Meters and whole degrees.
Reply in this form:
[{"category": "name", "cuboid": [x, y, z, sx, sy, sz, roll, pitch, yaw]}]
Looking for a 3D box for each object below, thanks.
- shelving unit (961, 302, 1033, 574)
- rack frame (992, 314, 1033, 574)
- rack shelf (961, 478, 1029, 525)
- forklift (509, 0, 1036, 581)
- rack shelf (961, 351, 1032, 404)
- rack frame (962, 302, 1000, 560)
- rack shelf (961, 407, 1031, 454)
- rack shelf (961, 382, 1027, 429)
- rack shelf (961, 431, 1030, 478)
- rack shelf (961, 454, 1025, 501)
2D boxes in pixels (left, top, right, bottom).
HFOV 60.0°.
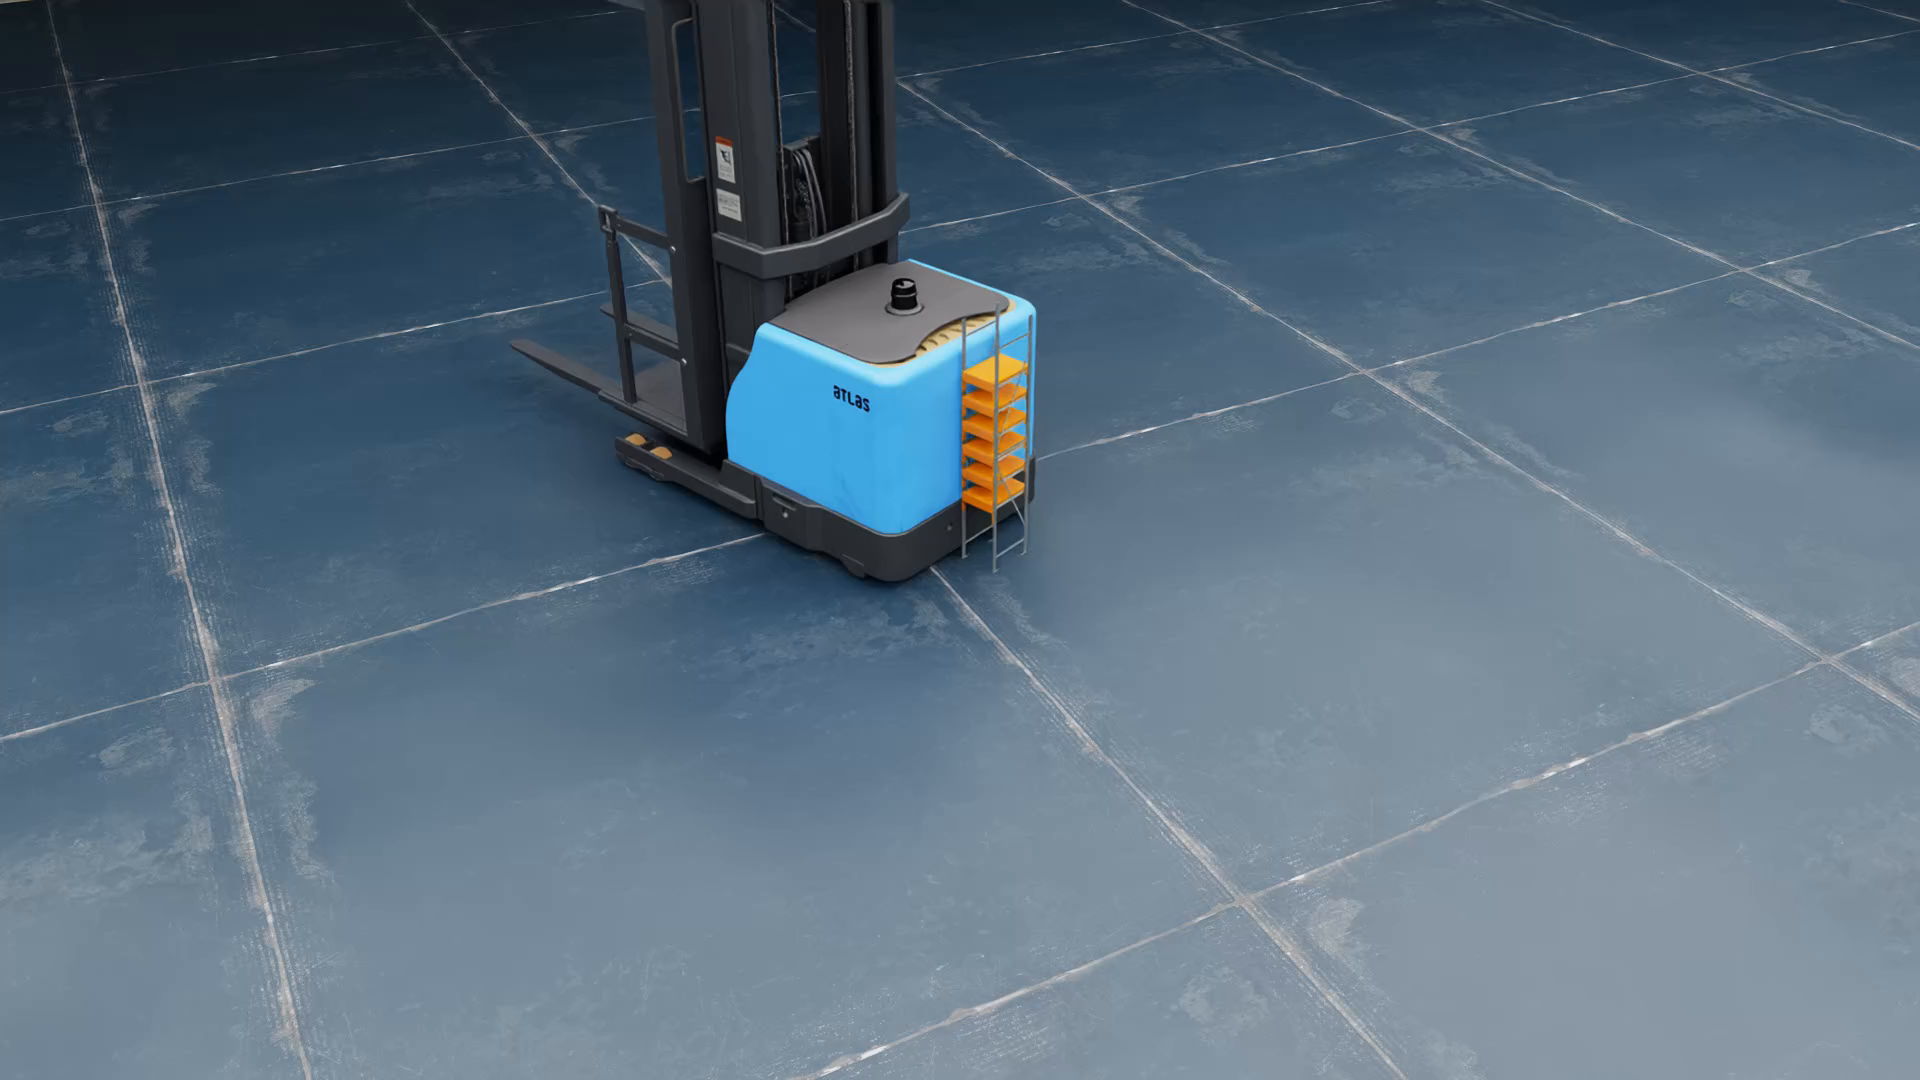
[{"category": "shelving unit", "cuboid": [0.158, -0.433, 7.313, 0.189, 1.200, 0.258, 25, 40, 34]}, {"category": "rack frame", "cuboid": [0.227, -0.400, 7.263, 0.006, 1.200, 0.240, 25, 40, 34]}, {"category": "rack shelf", "cuboid": [0.158, -0.193, 7.467, 0.180, 0.103, 0.258, 25, 40, 34]}, {"category": "forklift", "cuboid": [-1.085, -1.716, 7.712, 3.031, 2.935, 1.130, 25, 40, 34]}, {"category": "rack shelf", "cuboid": [0.158, -0.698, 7.143, 0.180, 0.103, 0.258, 25, 40, 34]}, {"category": "rack frame", "cuboid": [0.089, -0.465, 7.364, 0.006, 1.200, 0.240, 25, 40, 34]}, {"category": "rack shelf", "cuboid": [0.158, -0.496, 7.272, 0.180, 0.103, 0.258, 25, 40, 34]}, {"category": "rack shelf", "cuboid": [0.158, -0.597, 7.208, 0.180, 0.103, 0.258, 25, 40, 34]}, {"category": "rack shelf", "cuboid": [0.158, -0.395, 7.337, 0.180, 0.103, 0.258, 25, 40, 34]}, {"category": "rack shelf", "cuboid": [0.158, -0.294, 7.402, 0.180, 0.103, 0.258, 25, 40, 34]}]
